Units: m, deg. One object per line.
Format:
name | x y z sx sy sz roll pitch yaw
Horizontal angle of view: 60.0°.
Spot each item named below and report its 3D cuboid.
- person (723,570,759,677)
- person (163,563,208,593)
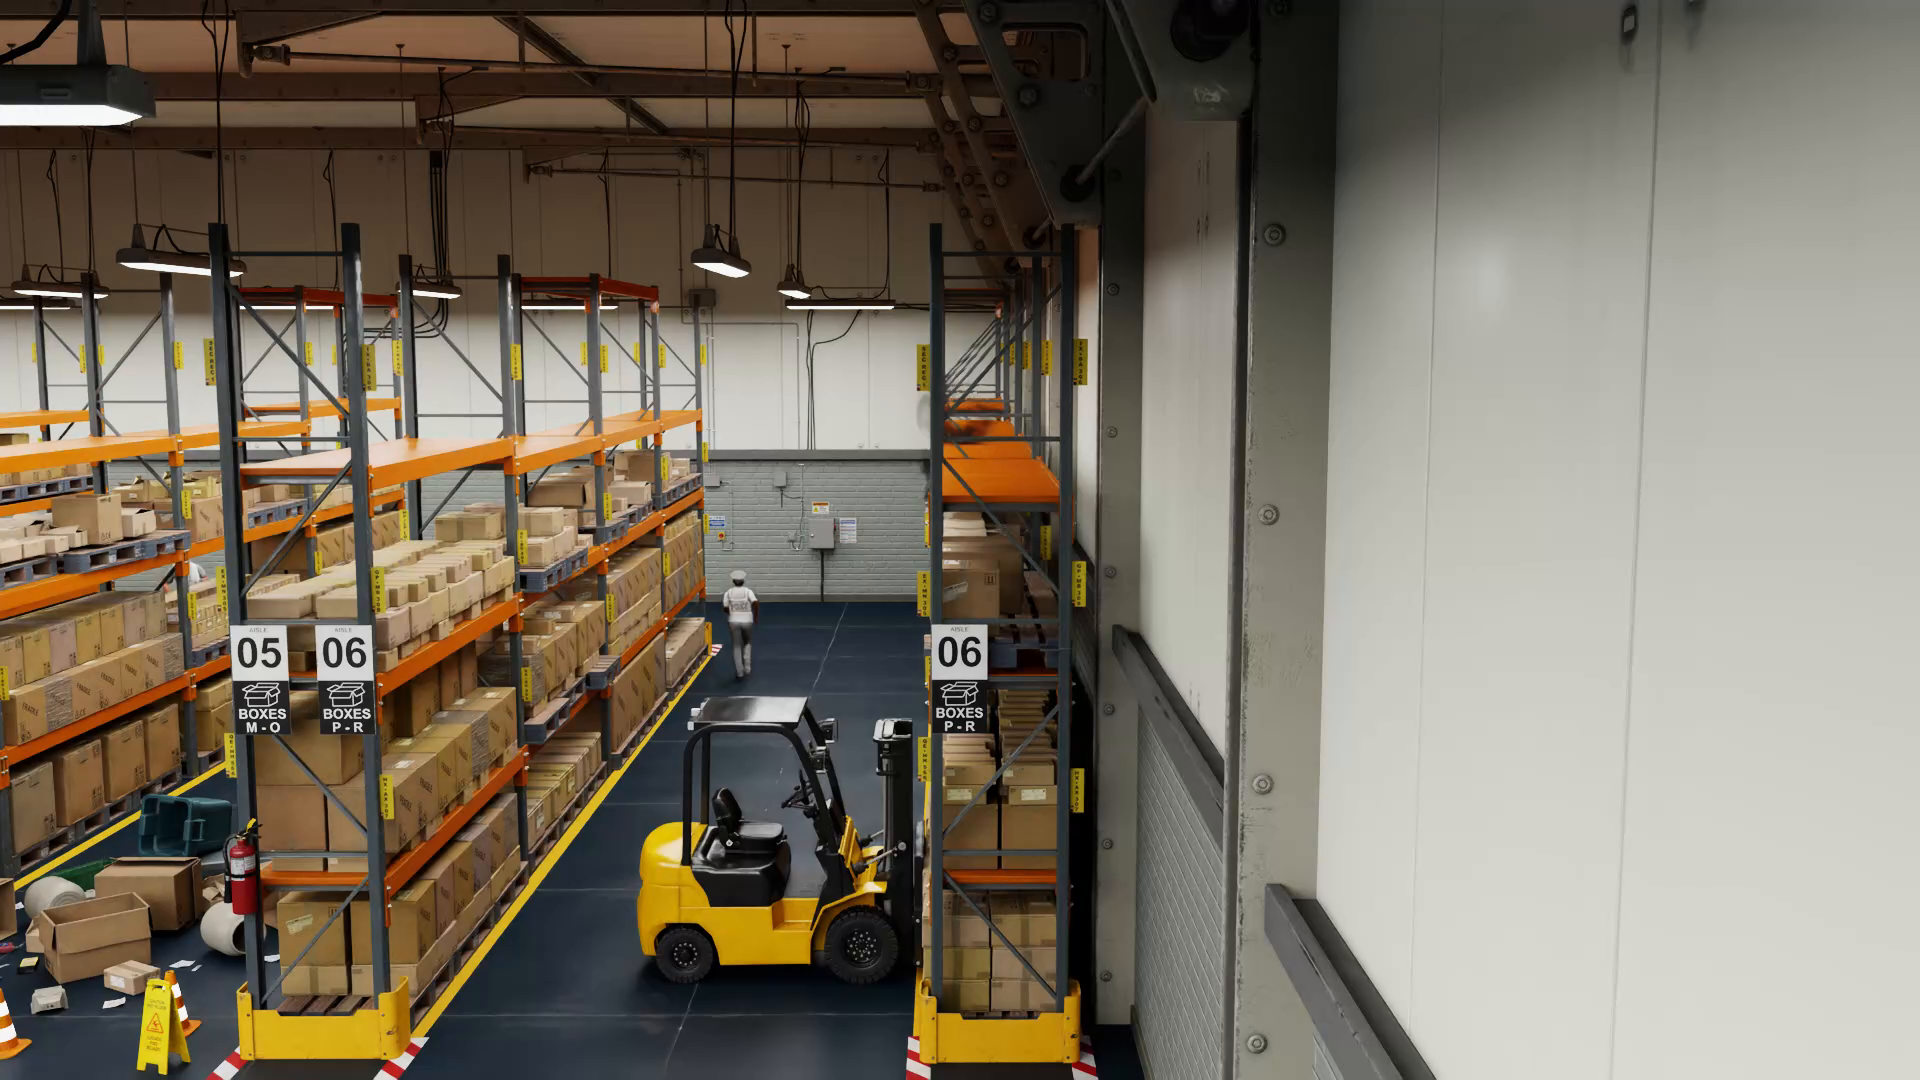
person | -3.428 1.294 26.042 0.543 1.650 0.715 -1 7 -10
person | -13.079 1.008 28.180 0.722 1.751 0.833 -6 9 -42
